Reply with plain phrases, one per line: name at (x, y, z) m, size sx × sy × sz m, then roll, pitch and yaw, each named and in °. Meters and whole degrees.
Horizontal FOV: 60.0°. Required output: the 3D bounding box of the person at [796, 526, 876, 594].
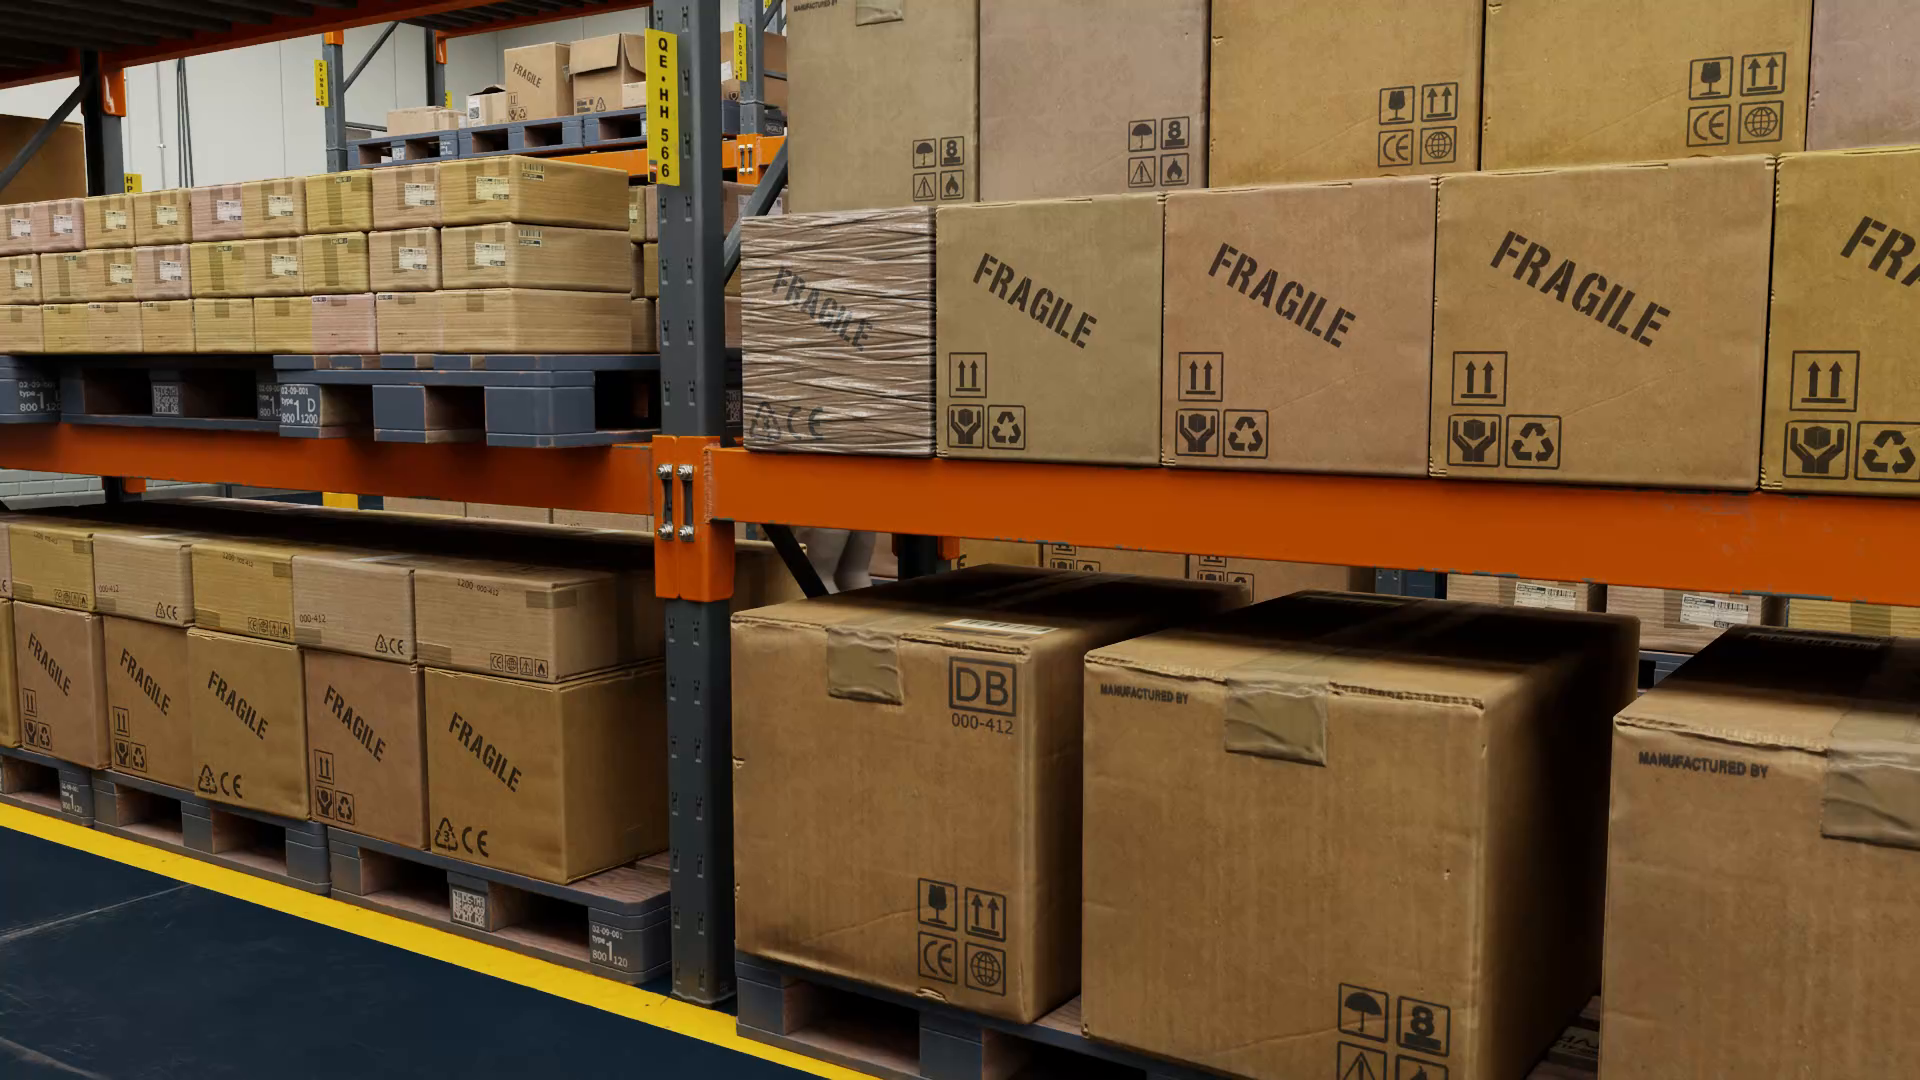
person at (-0.589, -0.206, 7.687) m, size 0.397 × 1.732 × 0.547 m, roll 4°, pitch 7°, yaw 32°
